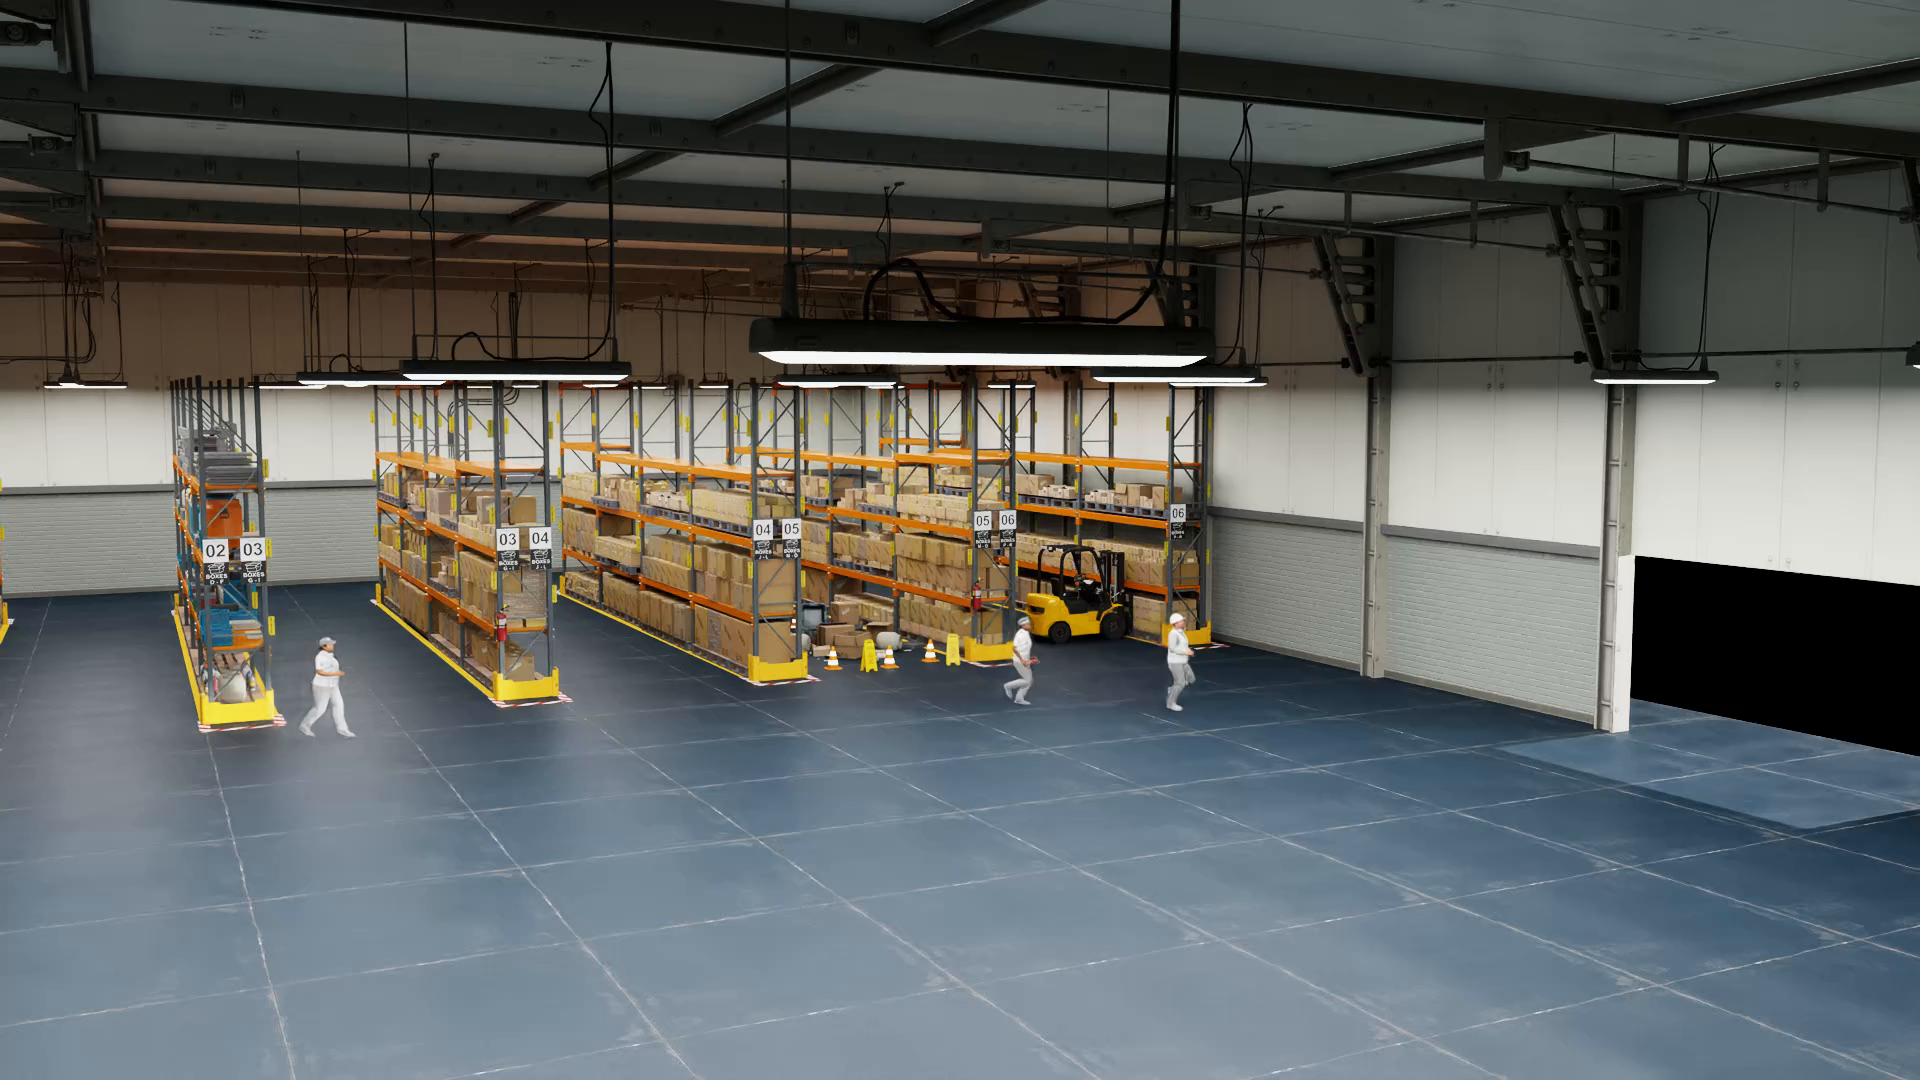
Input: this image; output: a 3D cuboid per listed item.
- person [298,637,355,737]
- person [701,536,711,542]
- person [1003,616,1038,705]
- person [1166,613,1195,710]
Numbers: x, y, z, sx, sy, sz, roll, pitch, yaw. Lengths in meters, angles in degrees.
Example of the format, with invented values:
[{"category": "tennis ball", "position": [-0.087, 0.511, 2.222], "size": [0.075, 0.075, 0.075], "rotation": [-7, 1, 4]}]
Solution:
[{"category": "person", "position": [-10.497, 2.447, 27.475], "size": [0.884, 1.692, 0.597], "rotation": [0, 5, -1]}, {"category": "person", "position": [-7.703, 0.419, 50.671], "size": [0.598, 1.623, 0.630], "rotation": [-2, 6, -24]}, {"category": "person", "position": [1.112, 2.206, 30.479], "size": [0.592, 1.648, 0.558], "rotation": [1, 5, 14]}, {"category": "person", "position": [3.977, 2.190, 29.952], "size": [0.555, 1.740, 0.708], "rotation": [2, 6, 23]}]
